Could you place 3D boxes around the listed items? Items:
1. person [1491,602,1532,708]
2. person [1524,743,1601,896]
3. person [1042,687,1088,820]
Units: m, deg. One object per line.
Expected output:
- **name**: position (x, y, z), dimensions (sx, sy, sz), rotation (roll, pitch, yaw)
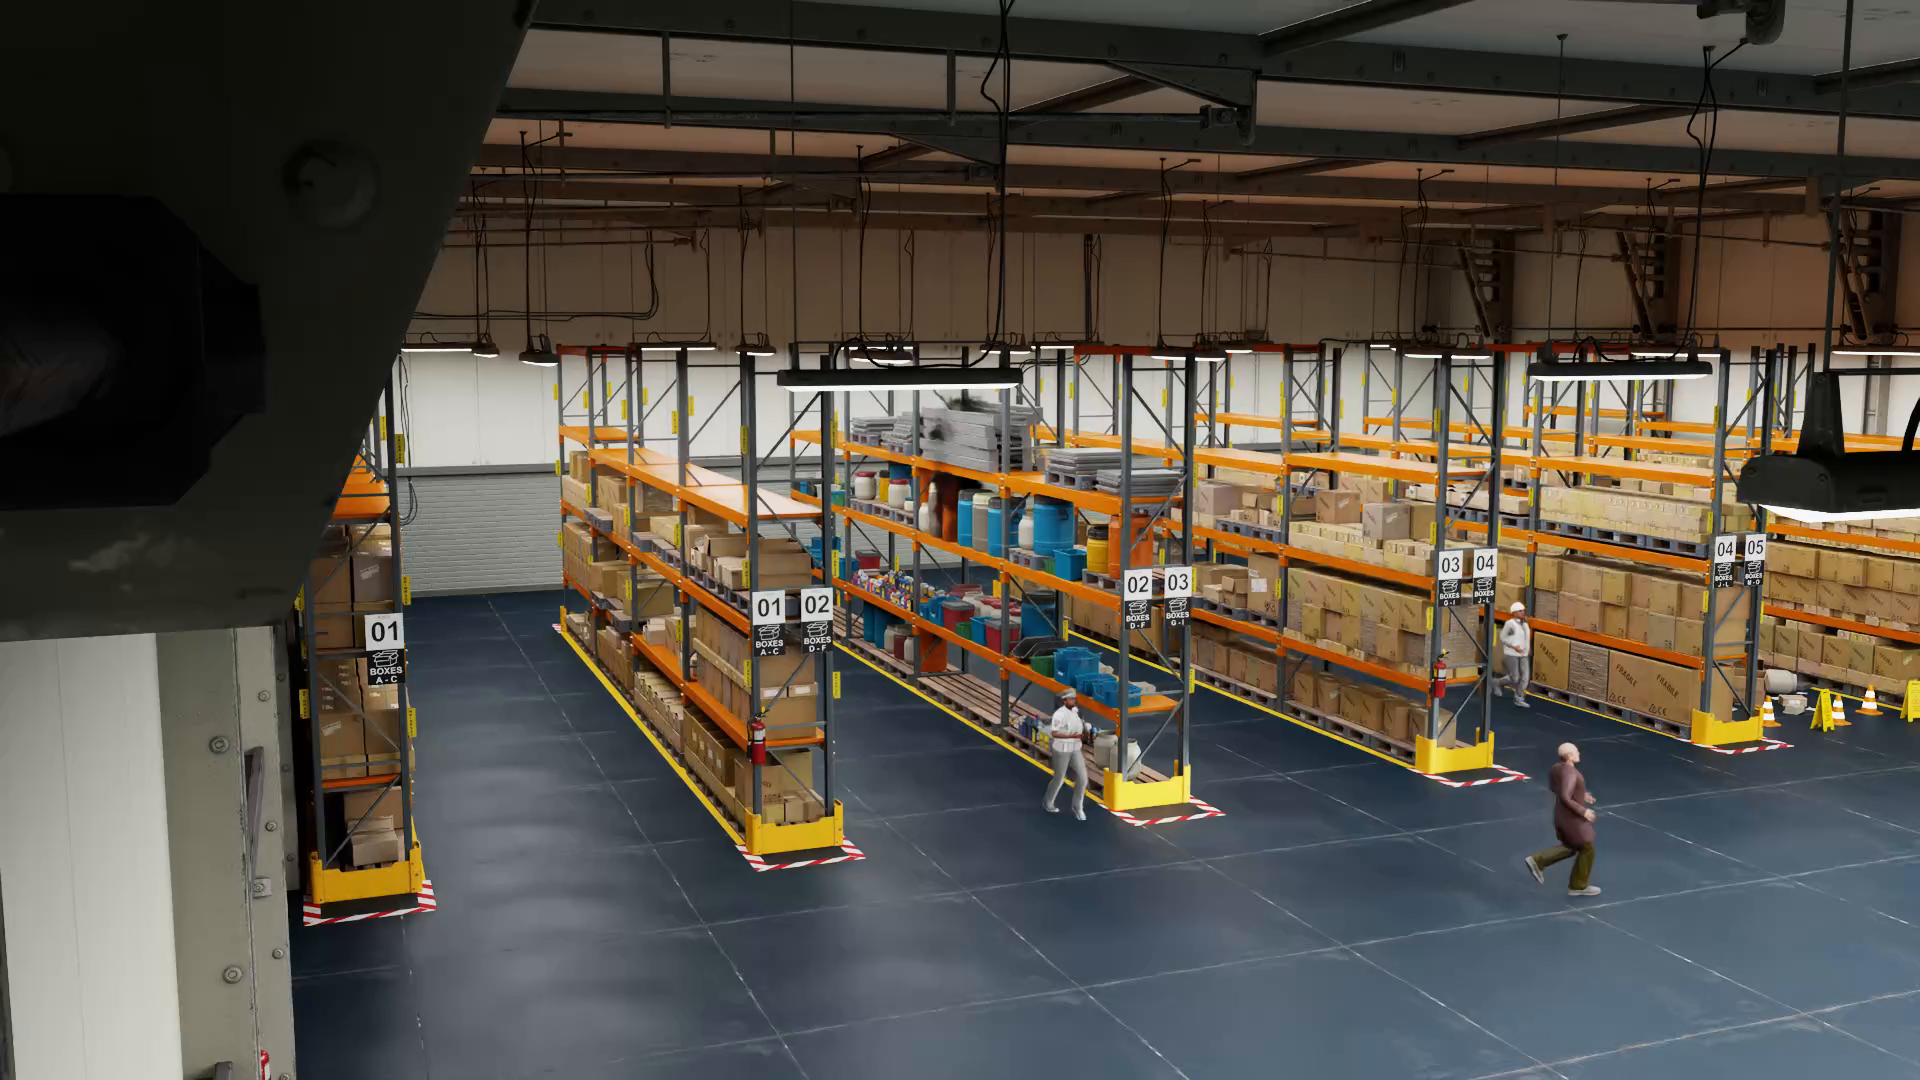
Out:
- **person**: position (9.347, 1.914, 27.995), dimensions (0.657, 1.748, 0.721), rotation (-4, 8, -30)
- **person**: position (6.773, 3.119, 18.571), dimensions (0.833, 1.736, 0.716), rotation (0, 7, 2)
- **person**: position (1.395, 2.780, 21.569), dimensions (0.582, 1.770, 0.674), rotation (-6, 9, -39)
